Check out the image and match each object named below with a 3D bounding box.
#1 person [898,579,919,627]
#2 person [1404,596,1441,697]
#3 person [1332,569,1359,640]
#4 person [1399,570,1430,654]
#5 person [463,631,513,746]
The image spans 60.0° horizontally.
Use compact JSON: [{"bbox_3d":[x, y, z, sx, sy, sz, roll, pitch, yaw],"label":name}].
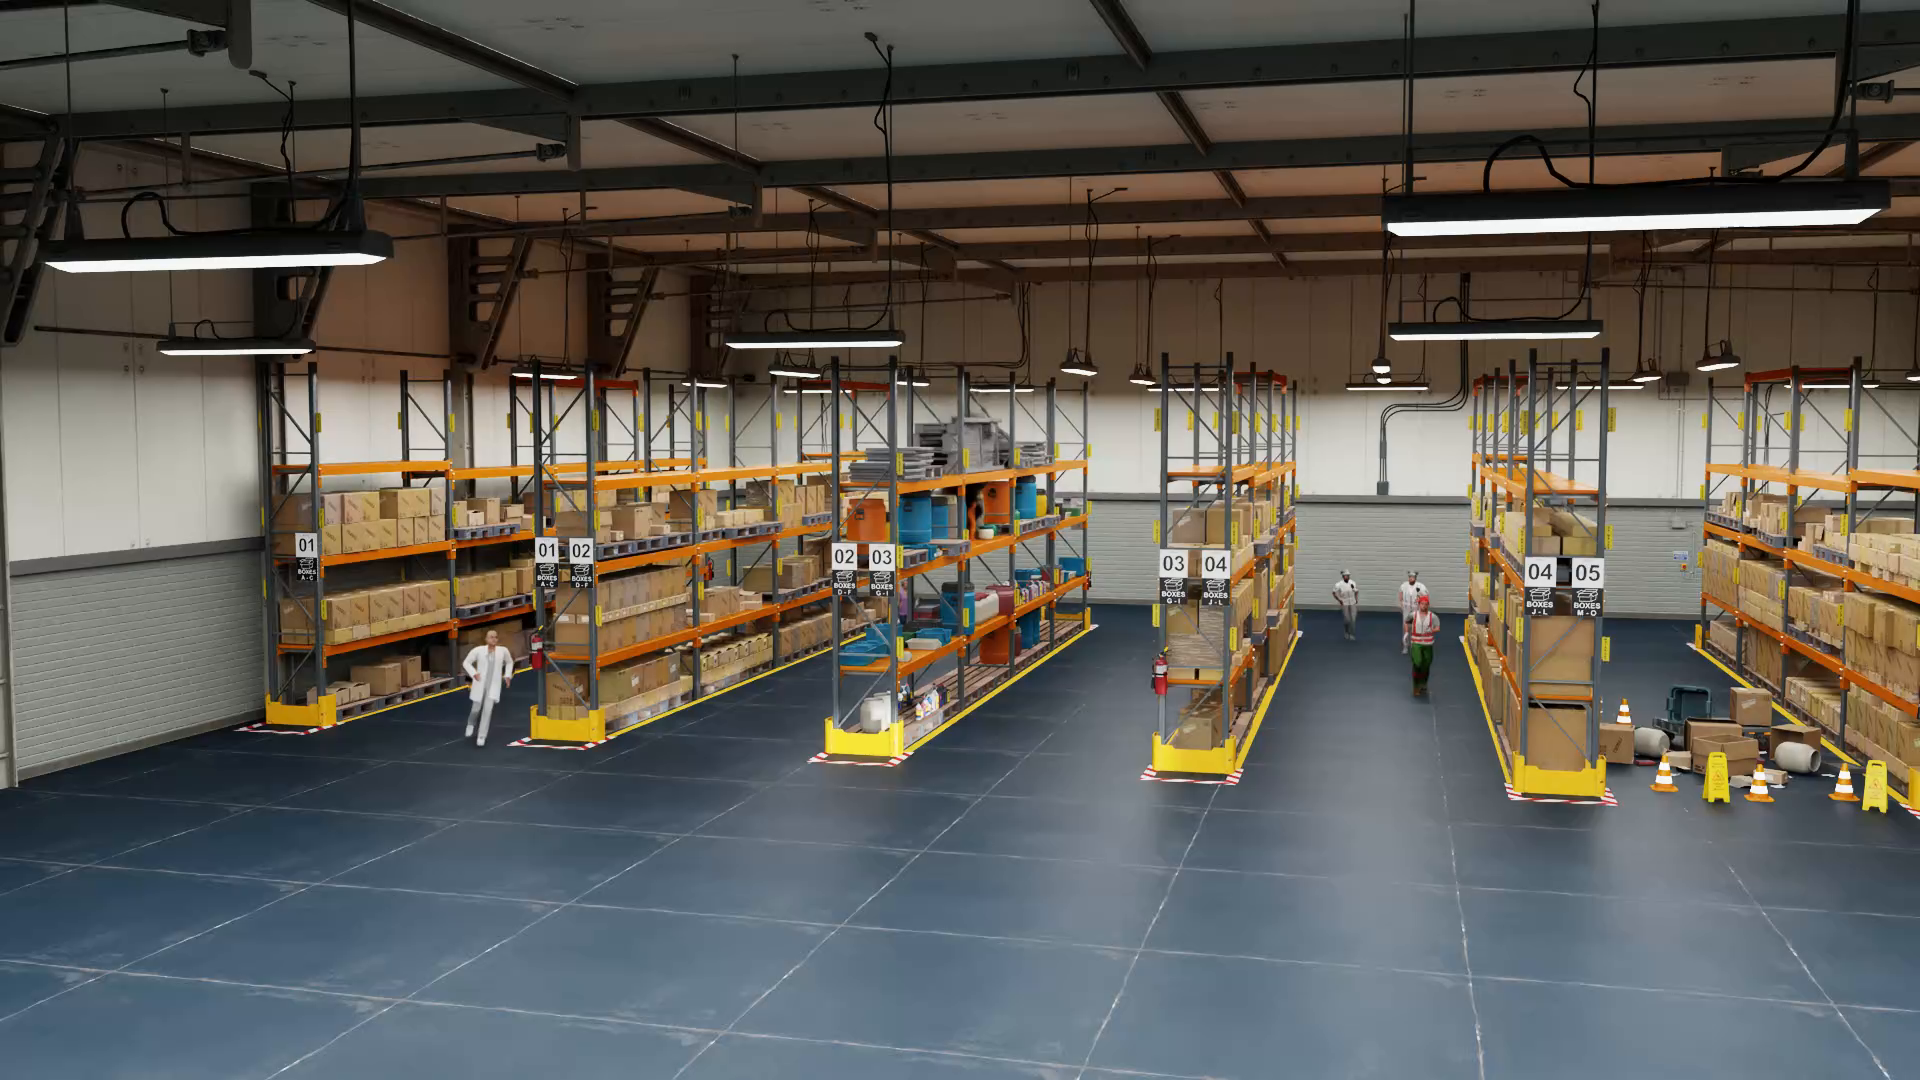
[{"bbox_3d":[-1.171,1.641,36.461,0.519,1.582,0.615,0,4,3],"label":"person"},{"bbox_3d":[8.508,1.955,30.622,0.643,1.846,0.774,1,4,9],"label":"person"},{"bbox_3d":[8.880,1.493,38.122,0.590,1.654,0.598,0,4,-4],"label":"person"},{"bbox_3d":[9.927,1.564,36.390,0.669,1.847,0.833,2,4,21],"label":"person"},{"bbox_3d":[-7.377,2.287,26.052,0.772,1.734,1.027,-1,4,-19],"label":"person"}]
